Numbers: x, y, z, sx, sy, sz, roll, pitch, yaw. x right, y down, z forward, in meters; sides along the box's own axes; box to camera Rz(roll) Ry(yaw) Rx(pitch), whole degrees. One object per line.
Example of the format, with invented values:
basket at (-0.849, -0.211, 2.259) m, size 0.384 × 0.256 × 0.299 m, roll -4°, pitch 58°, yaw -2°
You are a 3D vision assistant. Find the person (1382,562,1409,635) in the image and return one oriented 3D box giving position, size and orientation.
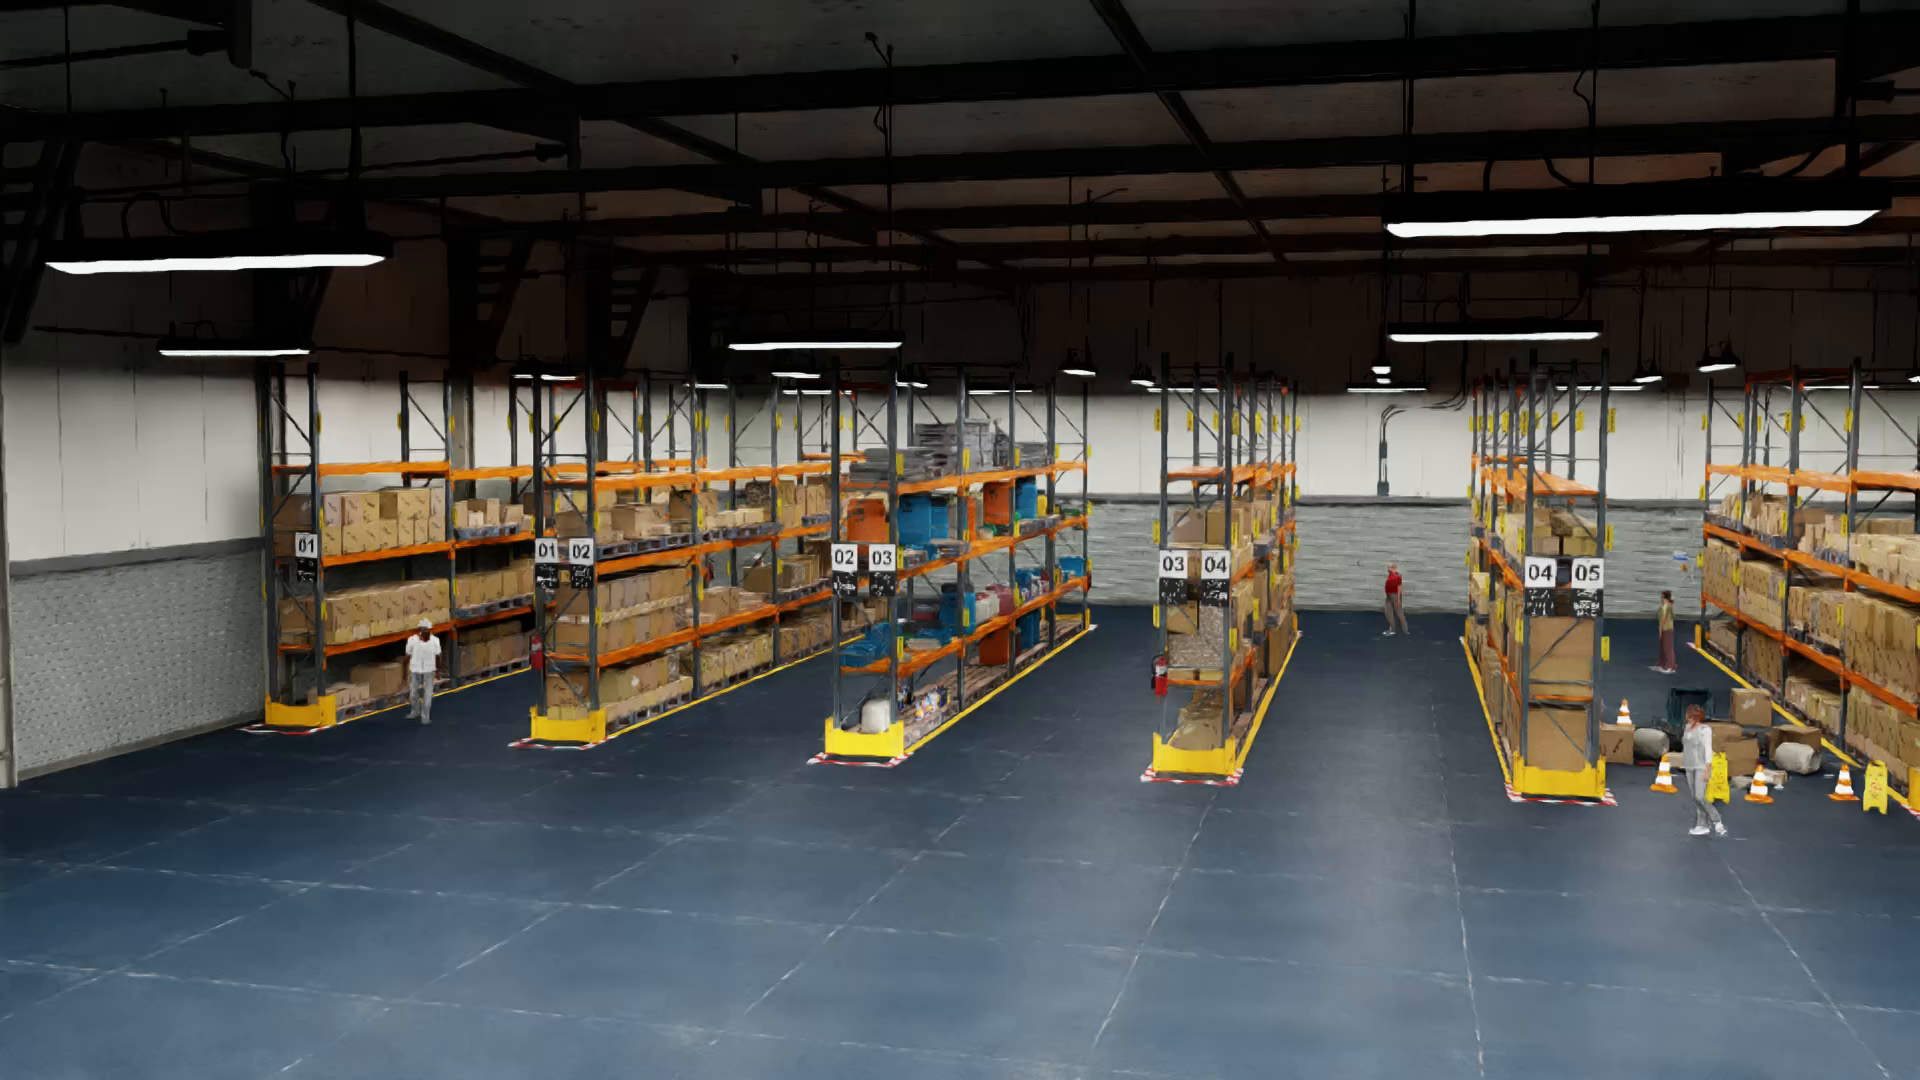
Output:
person at (10.334, 1.383, 39.369) m, size 0.554 × 1.720 × 0.654 m, roll -1°, pitch 4°, yaw -11°

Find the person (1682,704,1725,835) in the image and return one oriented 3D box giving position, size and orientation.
person at (8.985, 2.784, 20.112) m, size 0.413 × 1.589 × 0.552 m, roll -1°, pitch 4°, yaw -16°

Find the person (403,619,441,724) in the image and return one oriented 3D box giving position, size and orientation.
person at (-8.974, 2.179, 27.749) m, size 0.612 × 1.754 × 0.579 m, roll -1°, pitch 4°, yaw -20°

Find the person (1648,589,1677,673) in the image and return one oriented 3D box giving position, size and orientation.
person at (14.103, 1.810, 33.318) m, size 0.582 × 1.664 × 0.578 m, roll 3°, pitch 5°, yaw 34°

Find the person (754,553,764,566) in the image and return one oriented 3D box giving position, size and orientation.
person at (-5.077, 1.180, 41.995) m, size 0.553 × 1.709 × 1.123 m, roll 1°, pitch 4°, yaw 16°
